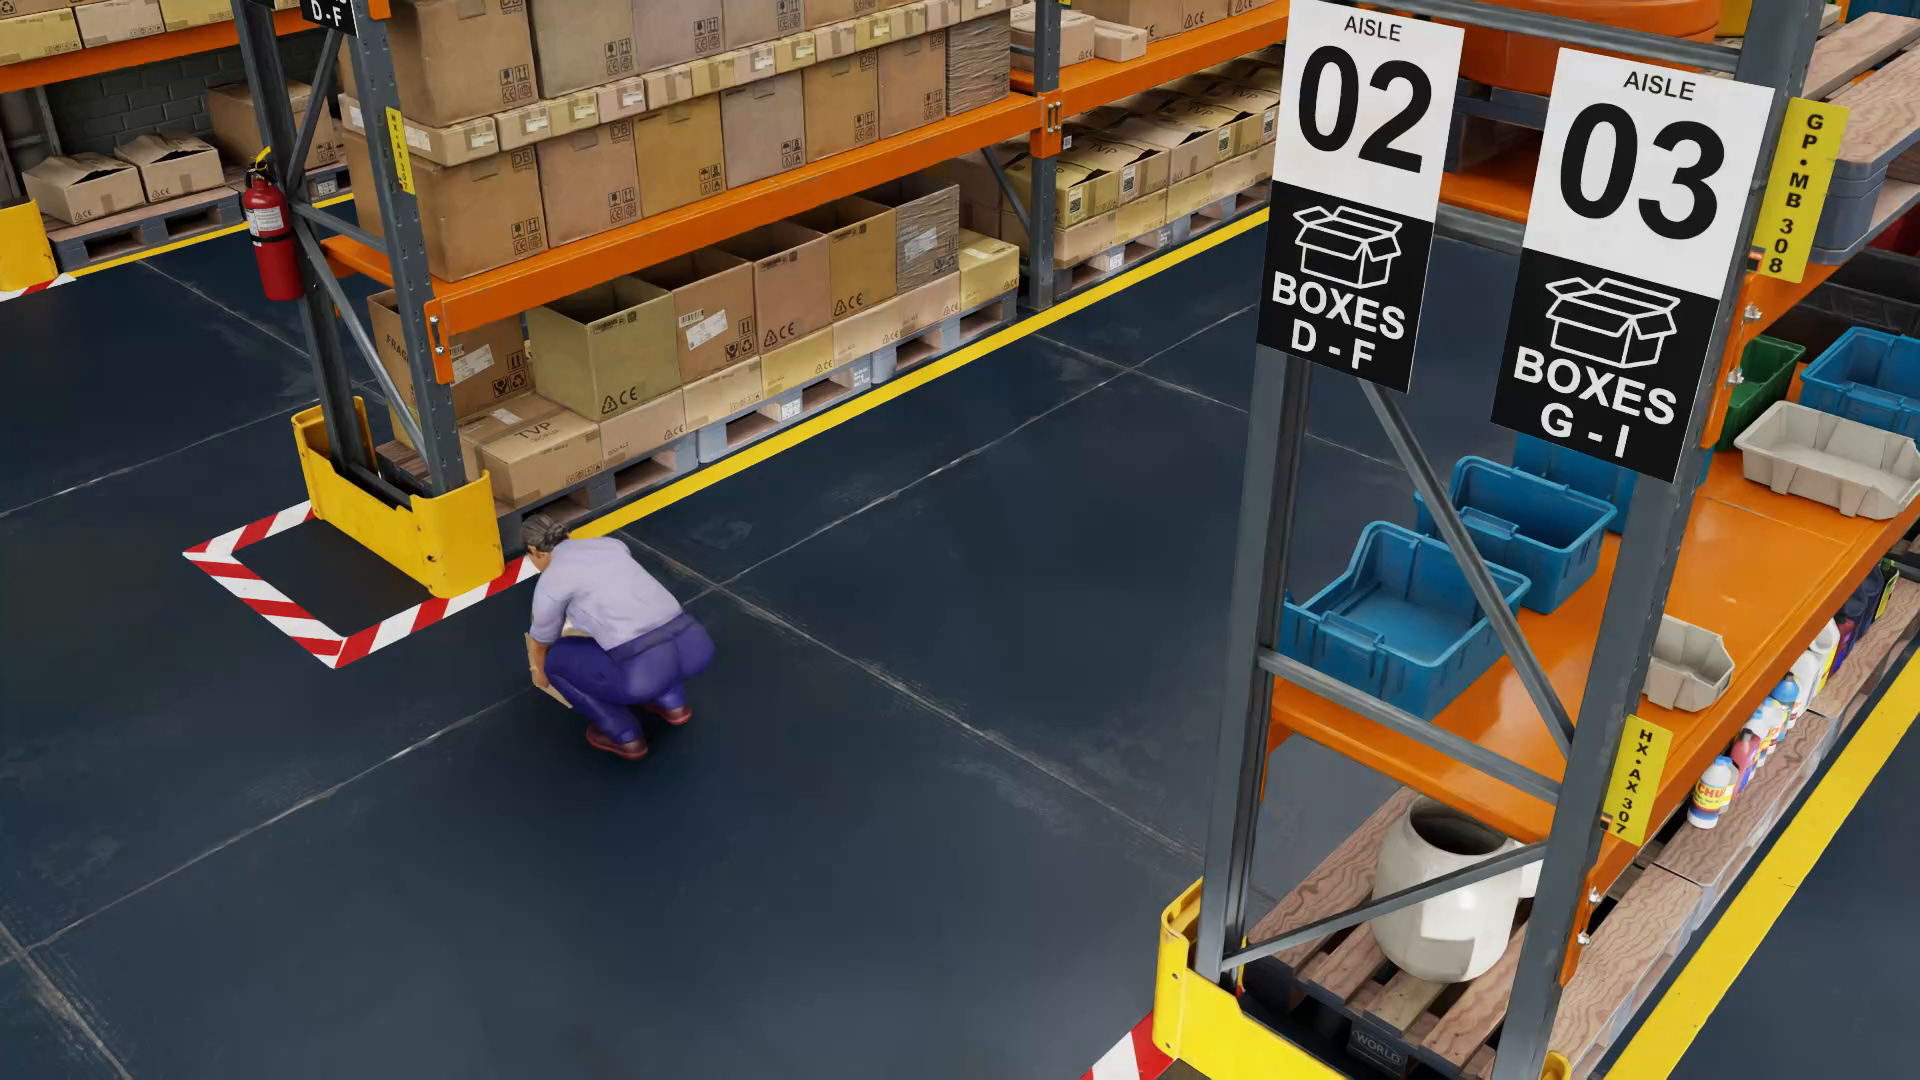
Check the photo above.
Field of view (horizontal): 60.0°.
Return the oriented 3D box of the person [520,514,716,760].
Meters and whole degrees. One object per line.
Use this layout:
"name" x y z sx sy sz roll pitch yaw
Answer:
"person" -1.324 0.355 6.360 0.815 0.833 0.517 25 40 35
